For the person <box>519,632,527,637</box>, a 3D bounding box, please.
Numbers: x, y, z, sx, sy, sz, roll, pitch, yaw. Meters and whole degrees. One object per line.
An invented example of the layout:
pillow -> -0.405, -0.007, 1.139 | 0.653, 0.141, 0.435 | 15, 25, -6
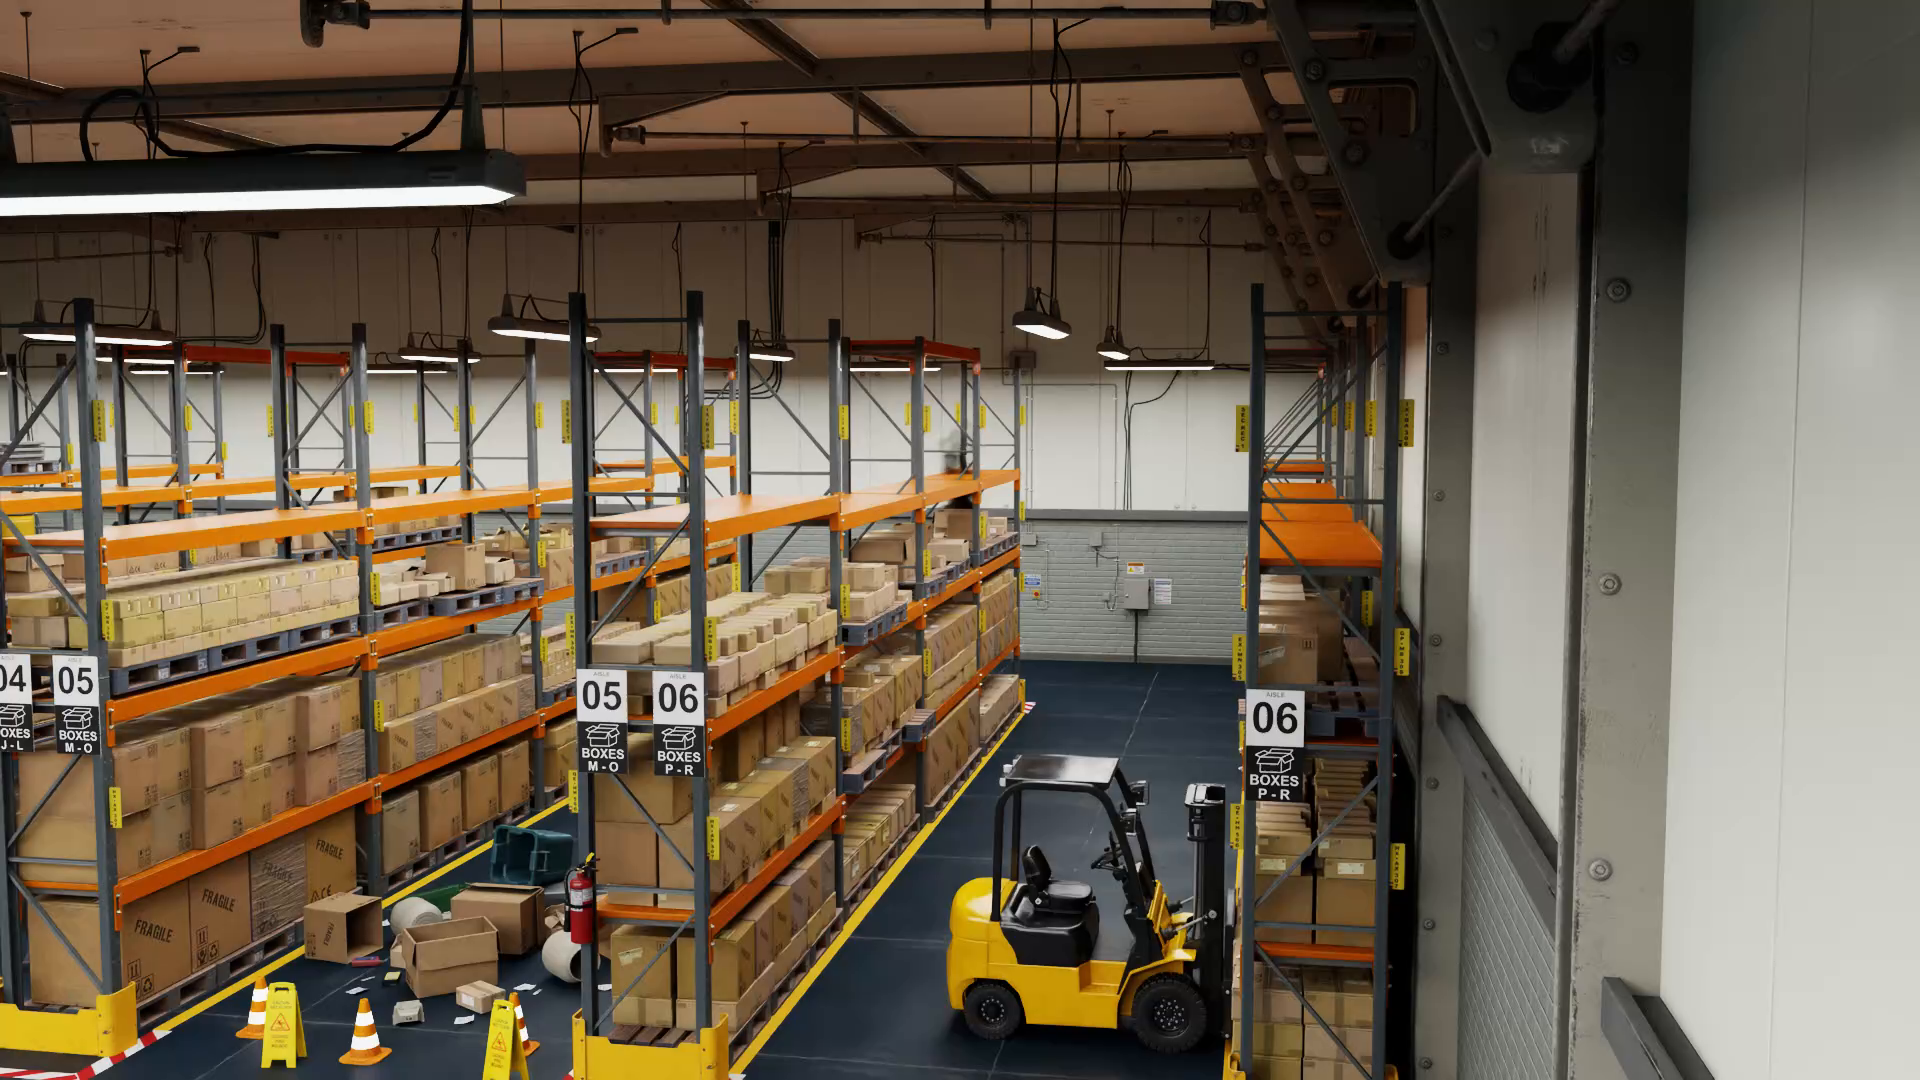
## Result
person -> -6.734, 2.261, 25.692 | 0.707, 1.678, 0.609 | 1, 5, 13

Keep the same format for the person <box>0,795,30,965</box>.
person -> -8.597, 3.130, 15.031 | 0.550, 1.717, 0.781 | -1, 5, -6
